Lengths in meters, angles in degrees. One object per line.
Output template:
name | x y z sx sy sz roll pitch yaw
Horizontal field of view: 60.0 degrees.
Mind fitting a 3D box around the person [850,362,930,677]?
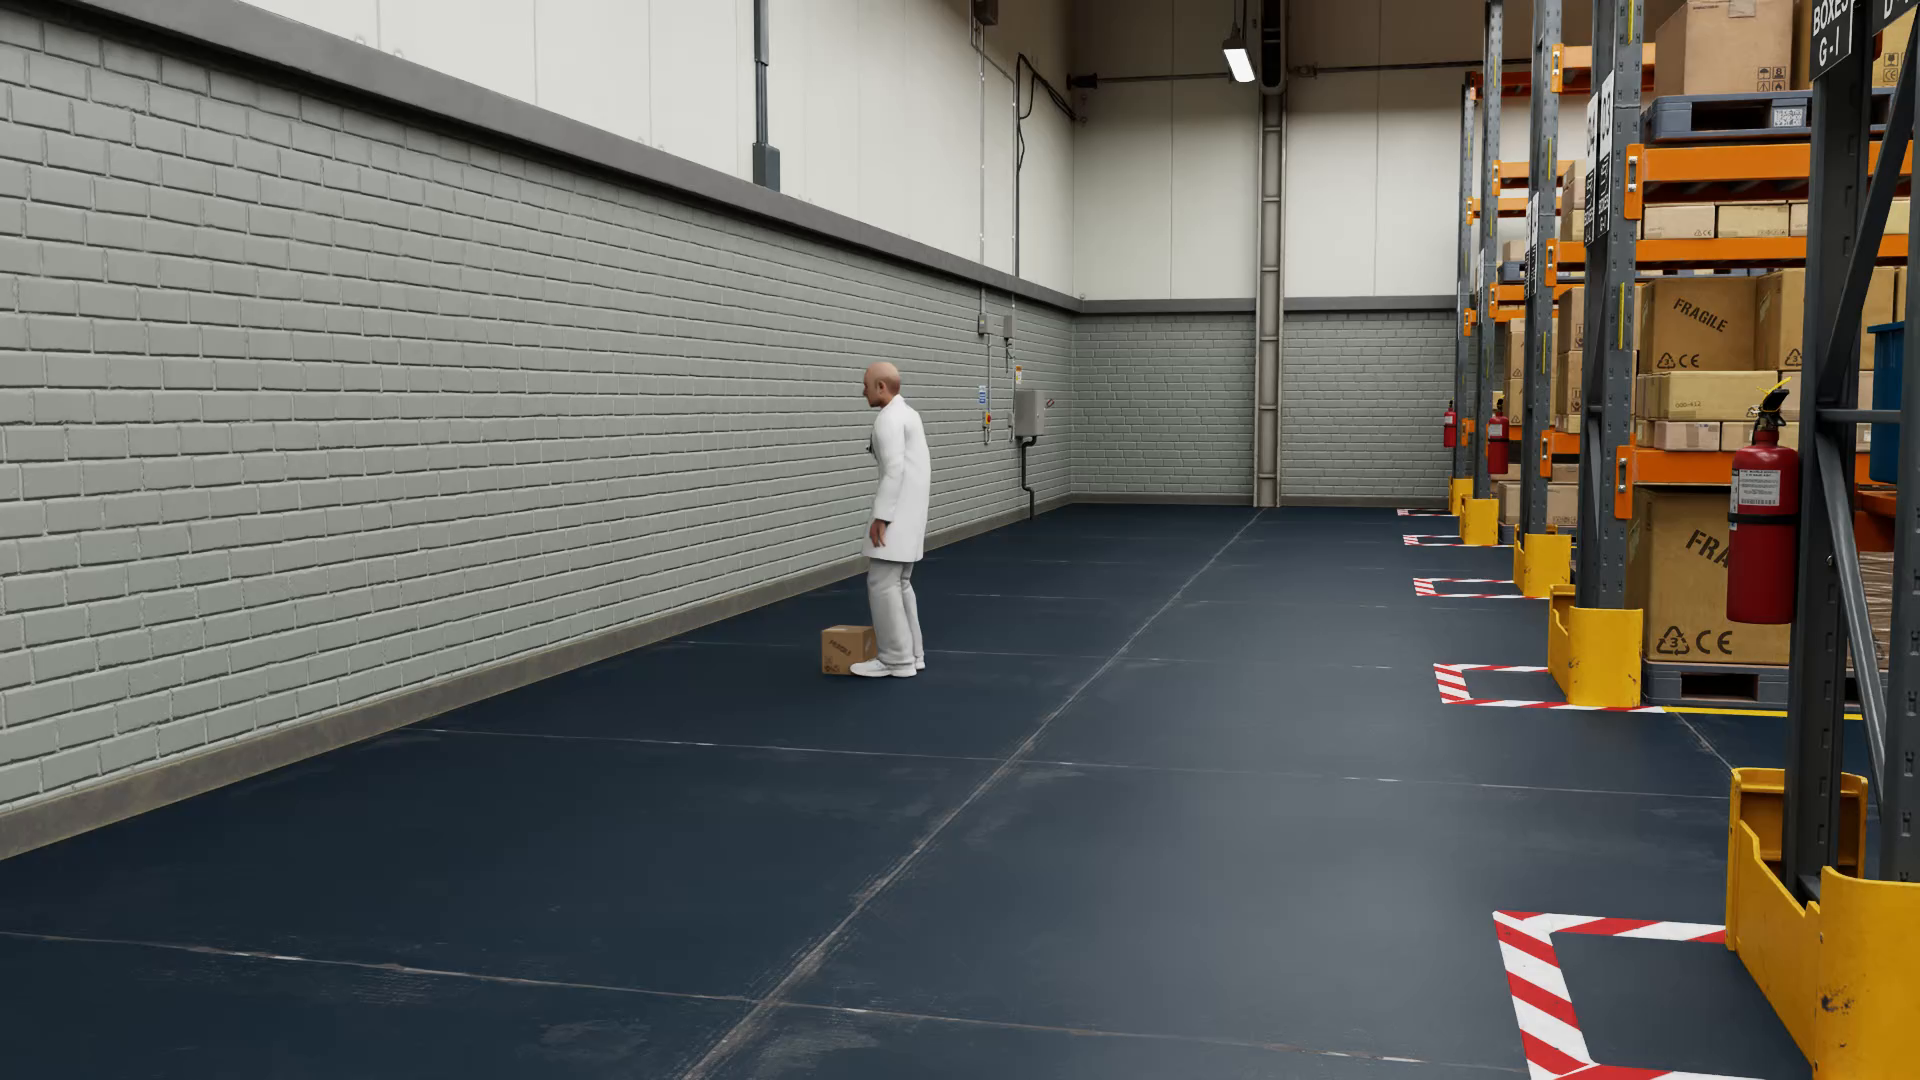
person | -0.384 -0.121 9.441 0.428 1.772 0.638 1 5 11
